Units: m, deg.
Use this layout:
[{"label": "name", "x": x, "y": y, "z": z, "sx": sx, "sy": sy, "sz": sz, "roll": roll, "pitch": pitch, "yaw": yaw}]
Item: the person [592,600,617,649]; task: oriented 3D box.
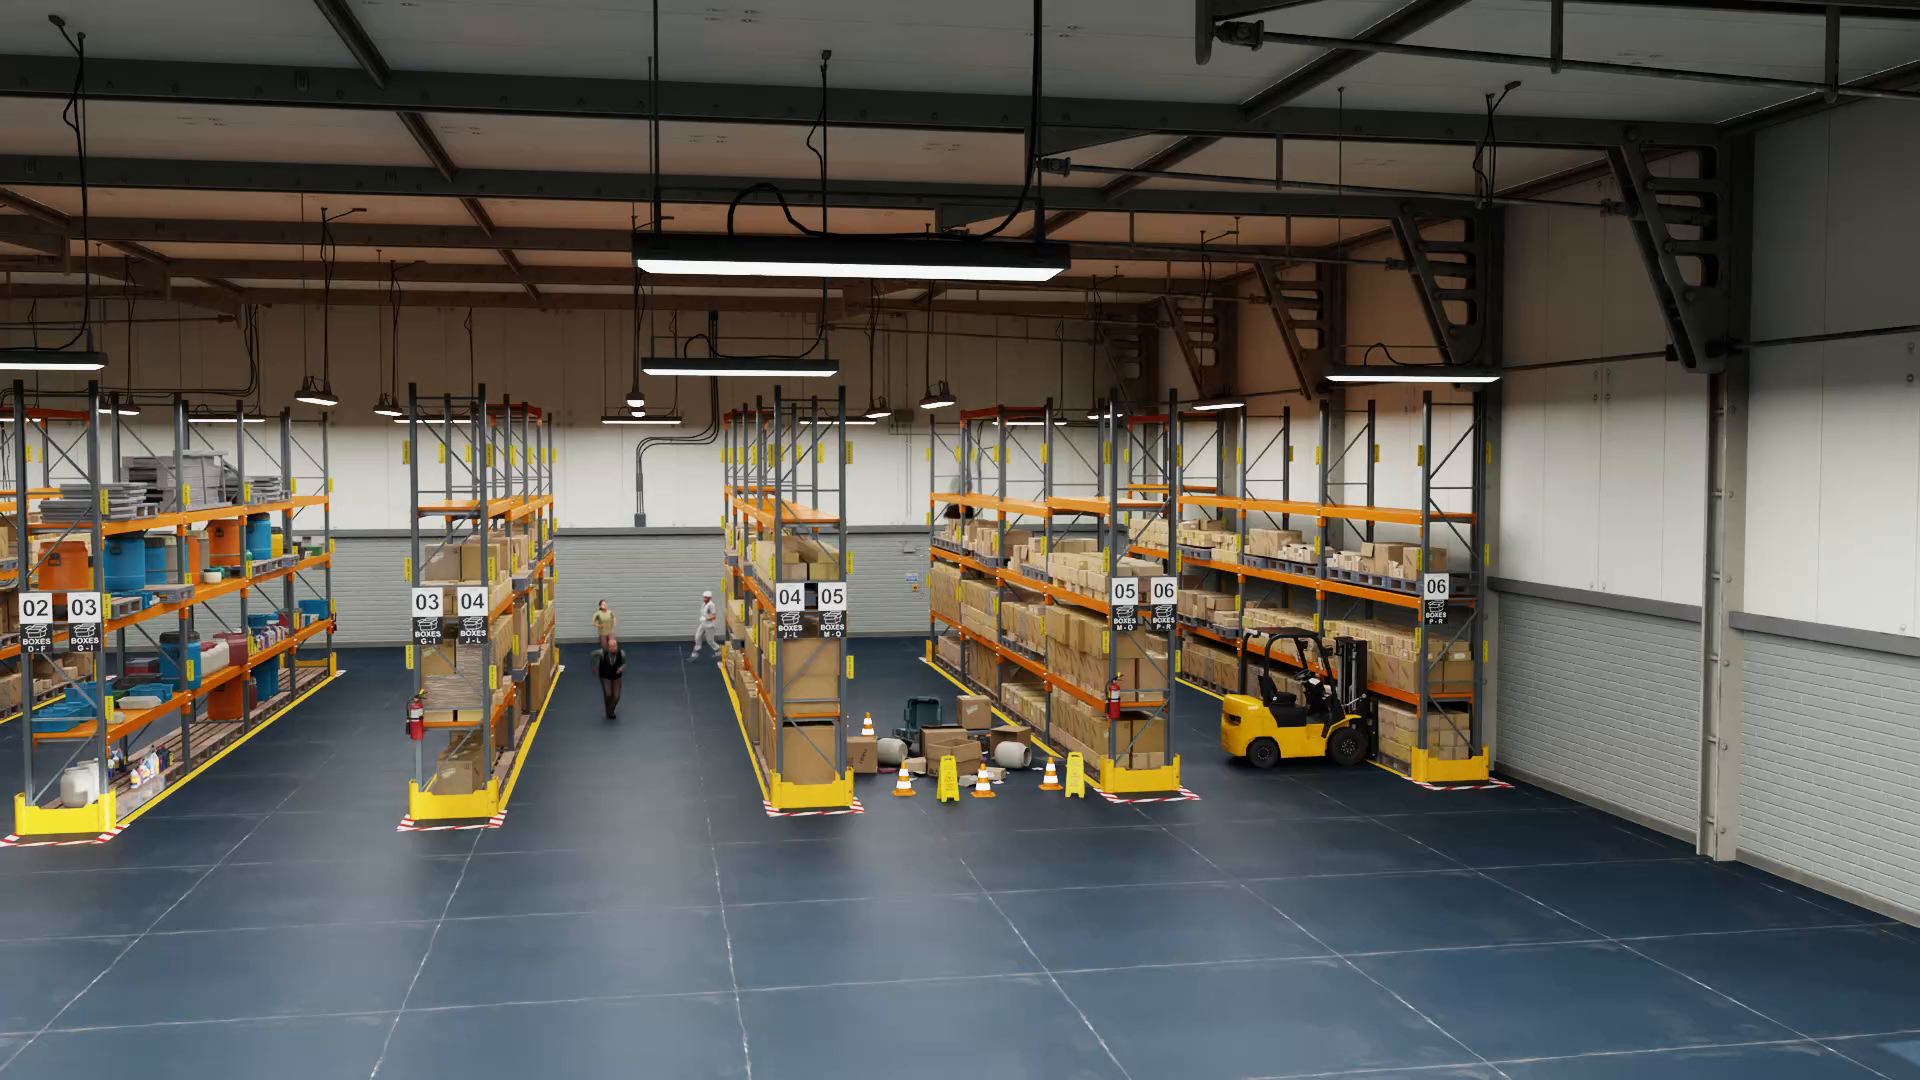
[{"label": "person", "x": -8.272, "y": 2.217, "z": 38.738, "sx": 0.606, "sy": 1.666, "sz": 0.601, "roll": -1, "pitch": 3, "yaw": -27}]

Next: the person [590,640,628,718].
[{"label": "person", "x": -6.636, "y": 2.633, "z": 31.426, "sx": 0.686, "sy": 1.550, "sz": 0.881, "roll": -1, "pitch": 3, "yaw": -19}]

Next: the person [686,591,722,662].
[{"label": "person", "x": -6.088, "y": 2.089, "z": 40.308, "sx": 0.881, "sy": 1.748, "sz": 0.822, "roll": -2, "pitch": 4, "yaw": -36}]
